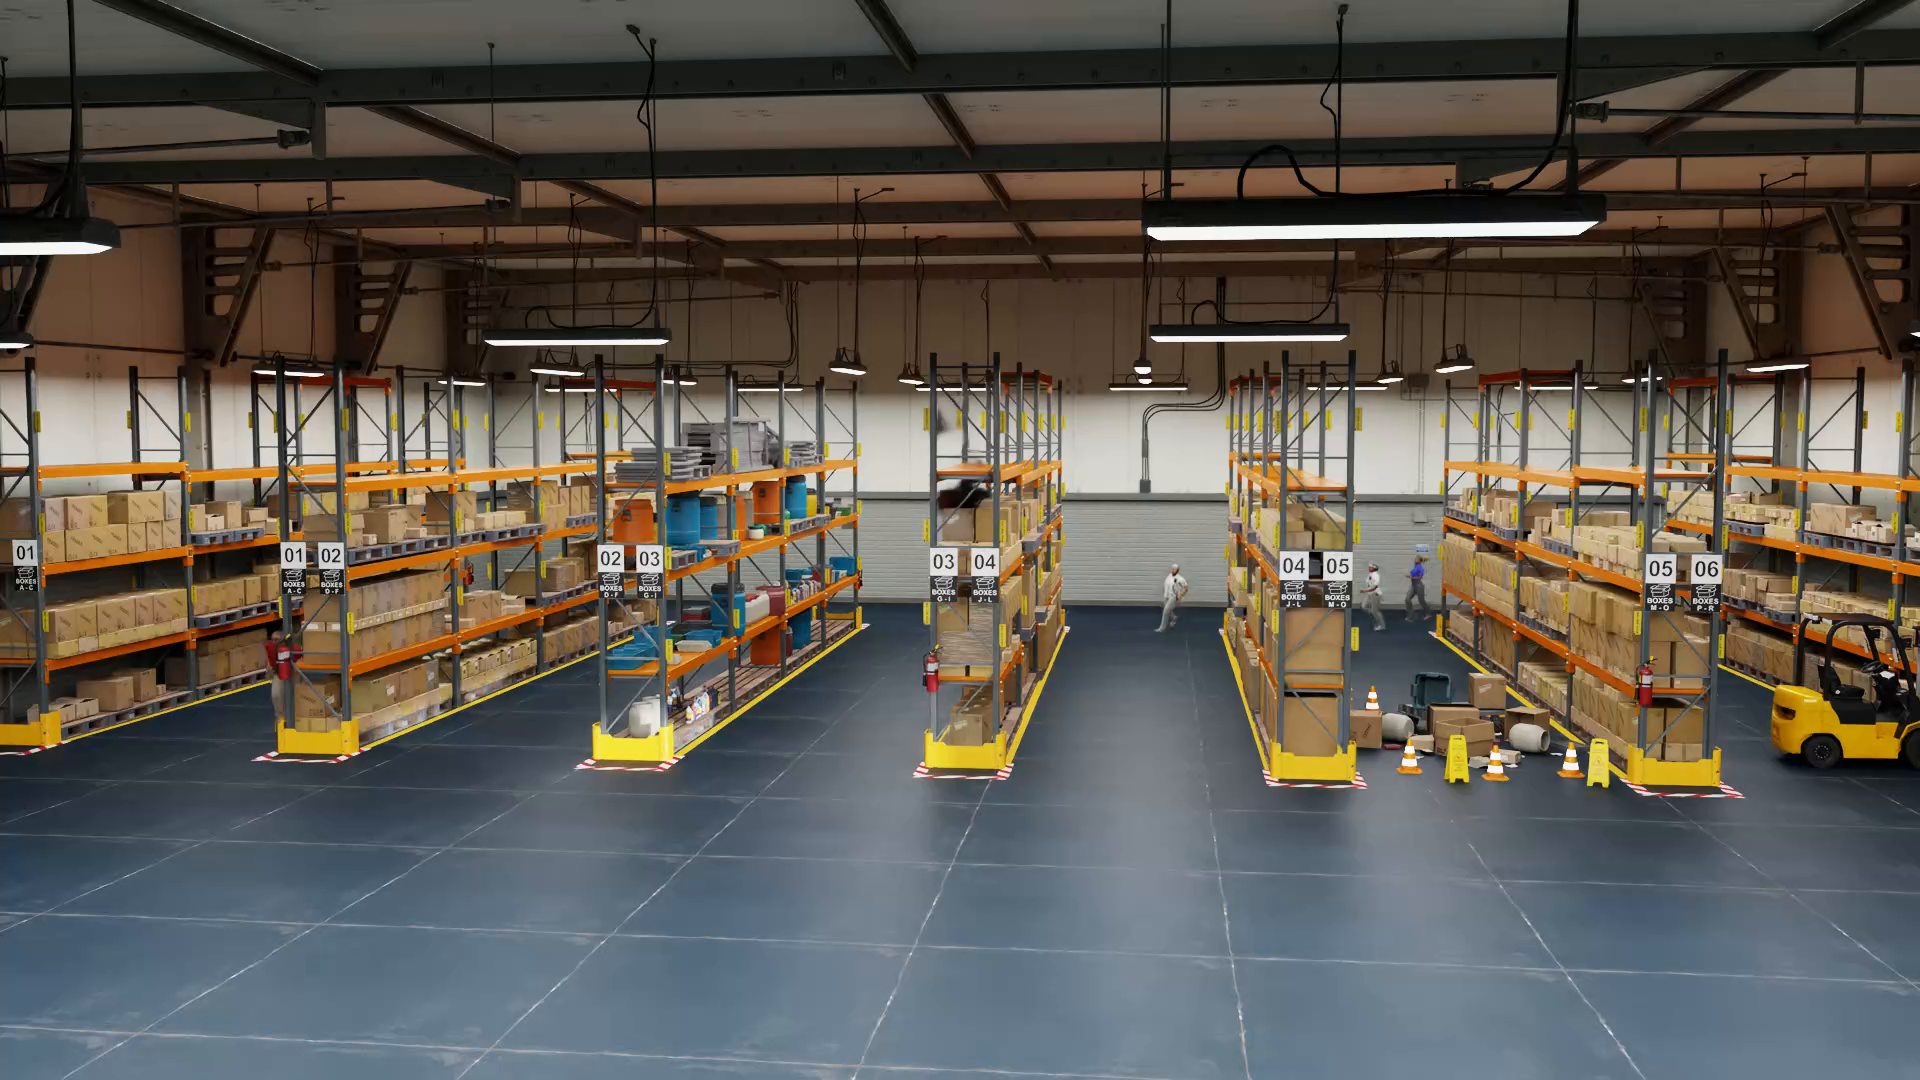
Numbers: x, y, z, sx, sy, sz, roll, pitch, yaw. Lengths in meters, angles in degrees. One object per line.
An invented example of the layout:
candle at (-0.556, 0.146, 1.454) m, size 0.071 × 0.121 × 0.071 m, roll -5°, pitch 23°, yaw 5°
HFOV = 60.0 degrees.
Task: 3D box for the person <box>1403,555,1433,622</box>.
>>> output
person at (11.472, 1.232, 41.661) m, size 0.772 × 1.719 × 0.546 m, roll -1°, pitch 4°, yaw -14°

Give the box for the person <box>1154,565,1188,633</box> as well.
person at (5.069, 1.389, 39.644) m, size 0.833 × 1.619 × 0.674 m, roll -3°, pitch 5°, yaw -41°

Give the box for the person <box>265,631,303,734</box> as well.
person at (-10.988, 2.286, 27.235) m, size 0.705 × 1.693 × 1.021 m, roll 0°, pitch 4°, yaw 6°

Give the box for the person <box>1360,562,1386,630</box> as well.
person at (9.952, 1.335, 40.143) m, size 0.663 × 1.648 × 0.553 m, roll 0°, pitch 4°, yaw -3°
